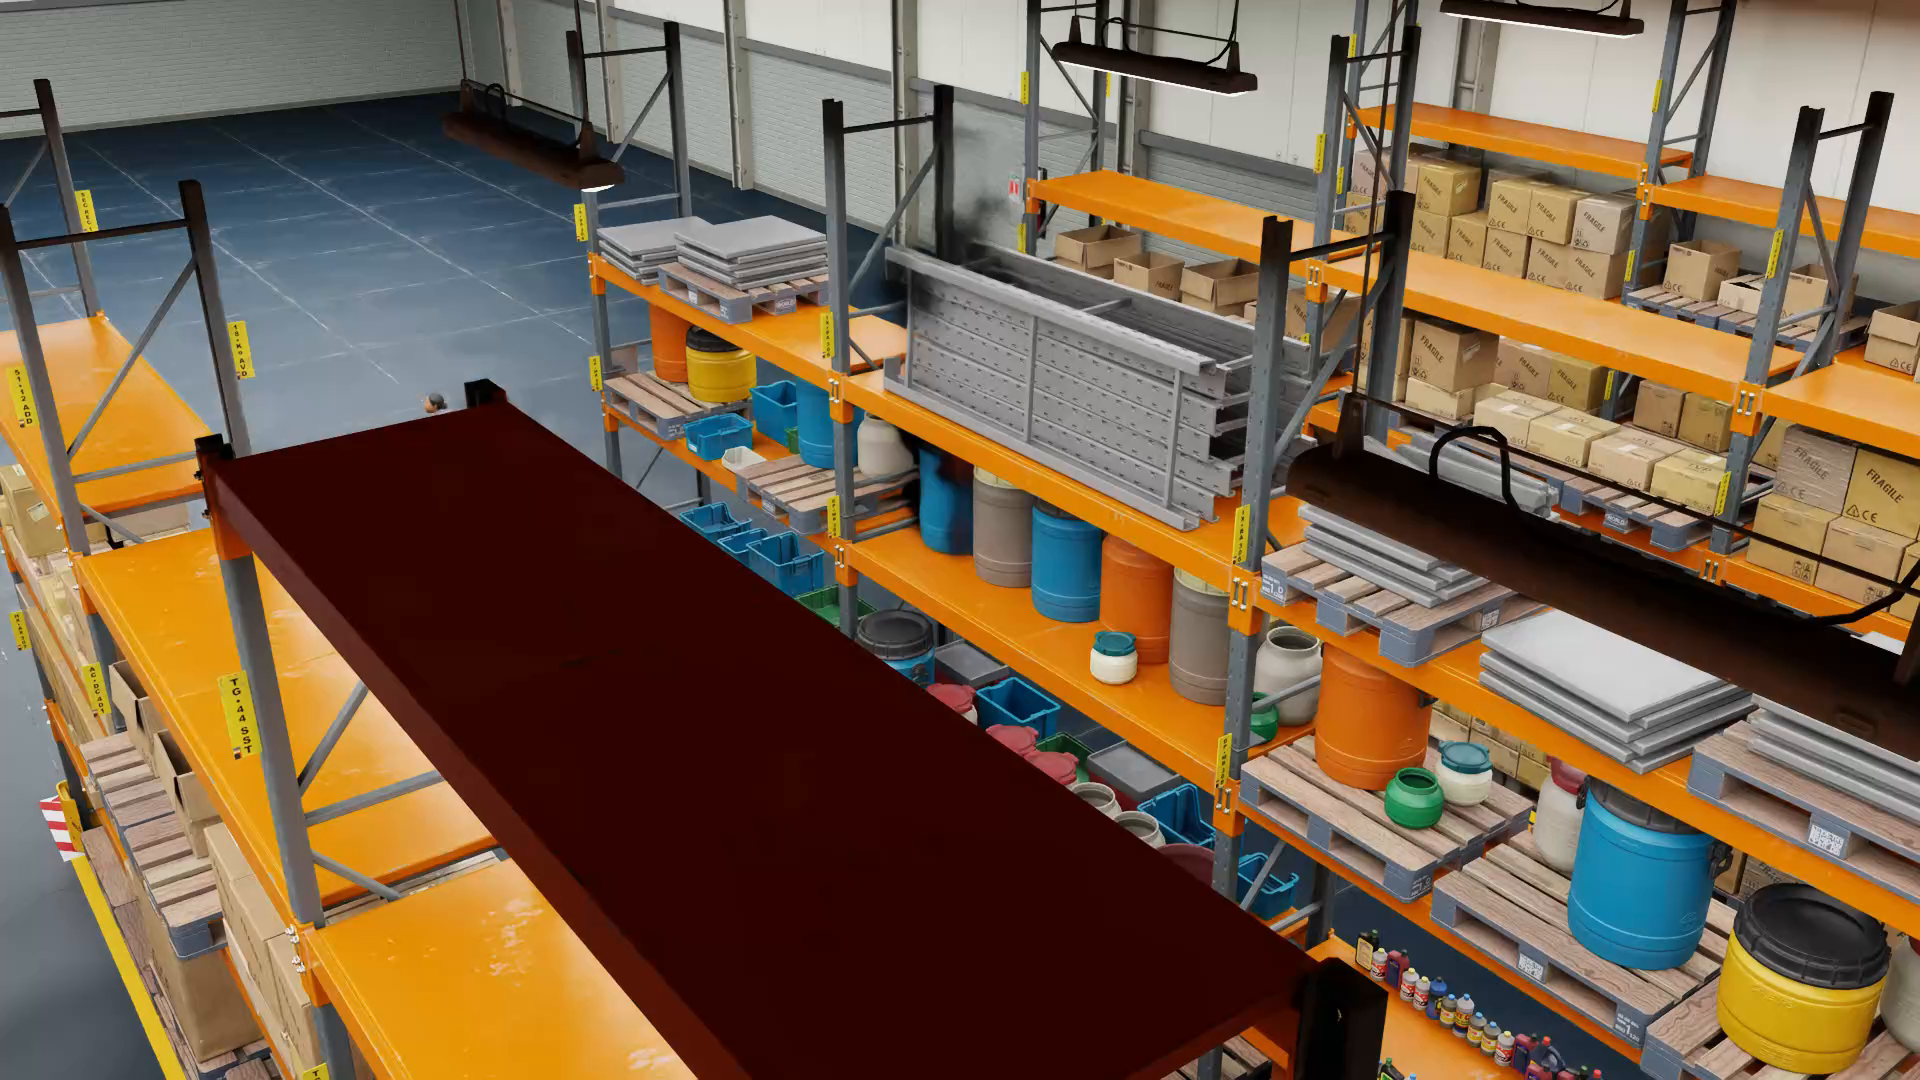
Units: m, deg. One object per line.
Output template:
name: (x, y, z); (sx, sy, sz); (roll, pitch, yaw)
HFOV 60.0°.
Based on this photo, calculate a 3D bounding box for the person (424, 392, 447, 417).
person: (-5.870, -0.904, 18.970); (0.936, 1.647, 0.611); (-5, 25, -11)
